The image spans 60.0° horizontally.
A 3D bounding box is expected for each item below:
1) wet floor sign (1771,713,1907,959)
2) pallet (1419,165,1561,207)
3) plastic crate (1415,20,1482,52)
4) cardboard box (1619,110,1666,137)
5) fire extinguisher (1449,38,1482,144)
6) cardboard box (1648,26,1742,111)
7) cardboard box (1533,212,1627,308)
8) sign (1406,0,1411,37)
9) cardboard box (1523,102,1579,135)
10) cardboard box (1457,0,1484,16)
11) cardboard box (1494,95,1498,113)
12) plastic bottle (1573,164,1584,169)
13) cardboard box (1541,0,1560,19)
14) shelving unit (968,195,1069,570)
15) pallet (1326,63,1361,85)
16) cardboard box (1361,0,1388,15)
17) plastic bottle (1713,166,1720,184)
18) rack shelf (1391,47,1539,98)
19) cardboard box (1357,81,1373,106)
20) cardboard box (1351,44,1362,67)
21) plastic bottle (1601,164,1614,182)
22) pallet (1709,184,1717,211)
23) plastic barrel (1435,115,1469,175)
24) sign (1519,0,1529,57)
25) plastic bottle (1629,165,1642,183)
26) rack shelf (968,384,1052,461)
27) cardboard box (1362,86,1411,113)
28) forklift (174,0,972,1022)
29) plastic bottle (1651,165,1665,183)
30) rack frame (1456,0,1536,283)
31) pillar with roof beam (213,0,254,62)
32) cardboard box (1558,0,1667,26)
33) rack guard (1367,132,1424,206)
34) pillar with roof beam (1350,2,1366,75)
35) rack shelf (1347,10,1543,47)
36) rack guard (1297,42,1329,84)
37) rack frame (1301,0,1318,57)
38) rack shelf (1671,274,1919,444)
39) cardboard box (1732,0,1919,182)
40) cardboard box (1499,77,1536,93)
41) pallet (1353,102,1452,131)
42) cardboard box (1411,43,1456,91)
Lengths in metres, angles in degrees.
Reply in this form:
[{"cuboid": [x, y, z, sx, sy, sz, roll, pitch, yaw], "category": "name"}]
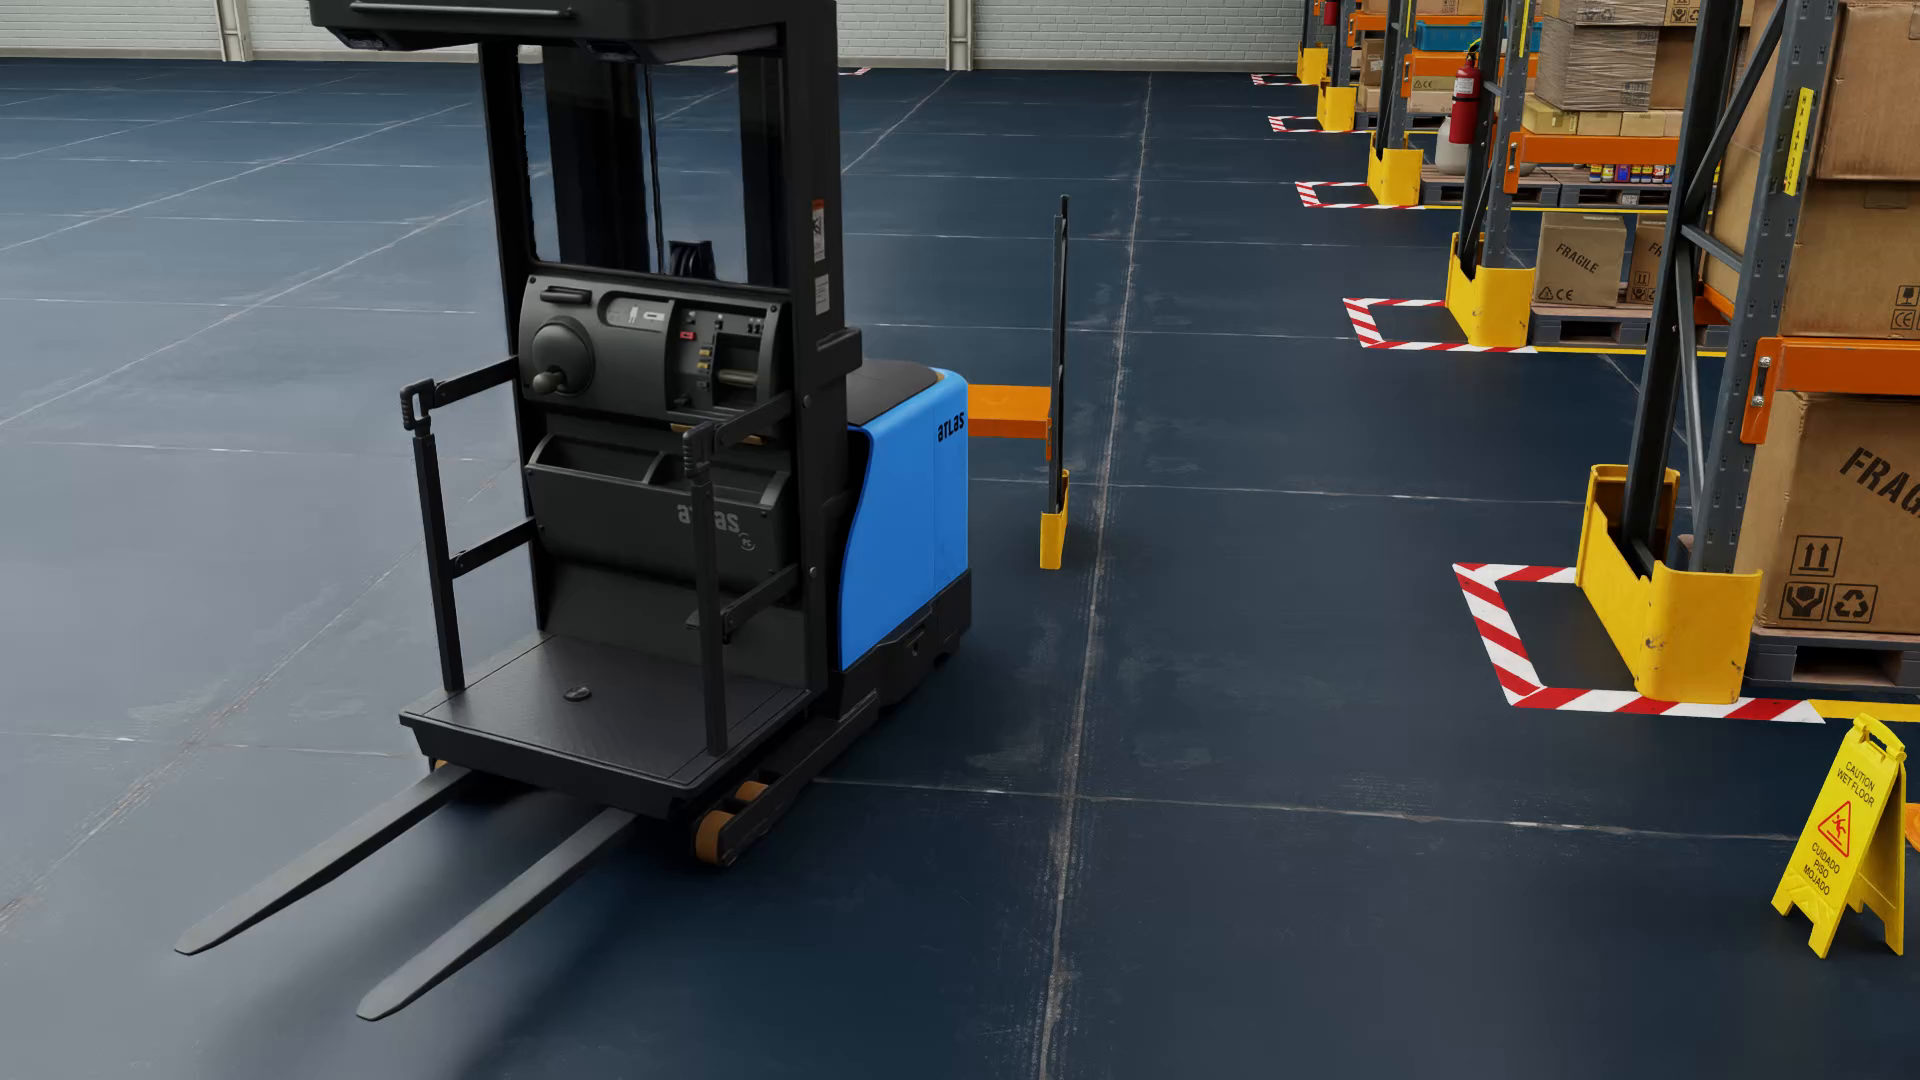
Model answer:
[{"cuboid": [2.460, 0.794, 4.554, 0.232, 0.644, 0.267, -1, 22, -3], "category": "wet floor sign"}, {"cuboid": [4.876, -3.318, 15.544, 1.213, 0.211, 1.003, 2, 22, 6], "category": "pallet"}, {"cuboid": [4.521, -4.656, 15.339, 0.616, 0.251, 0.499, 2, 22, 6], "category": "plastic crate"}, {"cuboid": [4.153, -2.579, 10.225, 0.250, 0.149, 0.380, 2, 22, 6], "category": "cardboard box"}, {"cuboid": [3.347, -2.966, 10.968, 0.183, 0.674, 0.296, 2, 22, 6], "category": "fire extinguisher"}, {"cuboid": [4.460, -3.002, 10.414, 0.500, 0.500, 0.875, 2, 22, 6], "category": "cardboard box"}, {"cuboid": [4.024, -1.829, 10.815, 0.500, 0.500, 0.500, 7, 23, 16], "category": "cardboard box"}, {"cuboid": [3.920, -4.566, 14.532, 0.005, 0.325, 0.100, 2, 22, 6], "category": "sign"}, {"cuboid": [3.661, -2.613, 10.311, 0.250, 0.149, 0.380, 2, 22, 6], "category": "cardboard box"}, {"cuboid": [6.052, -6.423, 19.470, 0.500, 0.500, 0.700, 3, 22, 7], "category": "cardboard box"}, {"cuboid": [6.075, -5.216, 19.722, 0.500, 0.250, 0.500, 2, 22, 6], "category": "cardboard box"}, {"cuboid": [5.864, -3.621, 15.728, 0.097, 0.201, 0.097, 0, 22, 0], "category": "plastic bottle"}, {"cuboid": [3.981, -3.545, 10.427, 0.500, 0.500, 0.500, 2, 22, 6], "category": "cardboard box"}, {"cuboid": [-0.076, -0.701, 7.172, 1.083, 1.500, 0.587, 2, 22, 6], "category": "shelving unit"}, {"cuboid": [6.033, -6.906, 24.622, 1.213, 0.211, 1.003, 2, 22, 6], "category": "pallet"}, {"cuboid": [5.038, -6.467, 19.583, 0.500, 0.500, 0.700, 3, 22, 6], "category": "cardboard box"}, {"cuboid": [6.776, -3.382, 14.919, 0.185, 0.351, 0.144, 2, 22, 6], "category": "plastic bottle"}, {"cuboid": [5.975, -4.216, 15.004, 4.000, 0.370, 1.077, 2, 22, 6], "category": "rack shelf"}, {"cuboid": [5.143, -5.447, 20.307, 0.500, 0.250, 0.500, 2, 22, 6], "category": "cardboard box"}, {"cuboid": [5.831, -7.146, 24.494, 0.500, 0.311, 0.500, 0, 22, 0], "category": "cardboard box"}, {"cuboid": [5.855, -3.344, 15.026, 0.097, 0.201, 0.097, 0, 22, 0], "category": "plastic bottle"}, {"cuboid": [7.299, -3.212, 15.277, 1.213, 0.211, 1.003, 2, 22, 6], "category": "pallet"}, {"cuboid": [4.651, -3.675, 15.469, 0.421, 0.512, 0.421, 0, 22, 0], "category": "plastic barrel"}, {"cuboid": [3.342, -3.034, 9.856, 0.005, 0.325, 0.100, 2, 22, 6], "category": "sign"}, {"cuboid": [6.093, -3.366, 14.987, 0.097, 0.271, 0.097, 0, 22, 0], "category": "plastic bottle"}, {"cuboid": [-0.085, -0.534, 7.240, 1.000, 0.185, 0.538, 2, 22, 6], "category": "rack shelf"}, {"cuboid": [5.082, -5.258, 19.828, 0.500, 0.250, 0.500, 2, 22, 6], "category": "cardboard box"}, {"cuboid": [-1.044, -0.570, 4.894, 1.130, 2.935, 3.031, 10, 24, 24], "category": "forklift"}, {"cuboid": [6.291, -3.325, 14.978, 0.097, 0.201, 0.097, 0, 22, 0], "category": "plastic bottle"}, {"cuboid": [3.406, -2.829, 10.516, 0.127, 3.000, 1.000, 2, 22, 6], "category": "rack frame"}, {"cuboid": [-12.430, -10.537, 21.853, 0.400, 9.000, 9.100, 2, 22, 6], "category": "pillar with roof beam"}, {"cuboid": [3.920, -3.356, 9.947, 0.500, 0.500, 0.500, 2, 22, 6], "category": "cardboard box"}, {"cuboid": [4.070, -3.489, 15.585, 0.348, 0.500, 1.175, 2, 22, 6], "category": "rack guard"}, {"cuboid": [5.445, -9.758, 19.883, 0.400, 9.000, 9.100, 2, 22, 6], "category": "pillar with roof beam"}, {"cuboid": [6.562, -6.025, 19.578, 4.000, 0.370, 1.077, 2, 22, 6], "category": "rack shelf"}, {"cuboid": [5.230, -7.089, 24.691, 0.348, 0.500, 1.175, 2, 22, 6], "category": "rack guard"}, {"cuboid": [5.155, -8.255, 24.239, 0.127, 3.000, 1.000, 2, 22, 6], "category": "rack frame"}, {"cuboid": [4.708, -0.602, 5.860, 4.000, 0.370, 1.077, 2, 22, 6], "category": "rack shelf"}, {"cuboid": [3.086, -1.564, 5.644, 0.550, 0.550, 0.875, 2, 22, 6], "category": "cardboard box"}, {"cuboid": [6.571, -5.541, 19.524, 0.500, 0.500, 0.500, 2, 22, 6], "category": "cardboard box"}, {"cuboid": [5.340, -5.131, 20.132, 1.213, 0.211, 1.003, 2, 22, 6], "category": "pallet"}, {"cuboid": [5.579, -5.586, 19.638, 0.500, 0.500, 0.500, 2, 22, 6], "category": "cardboard box"}]
